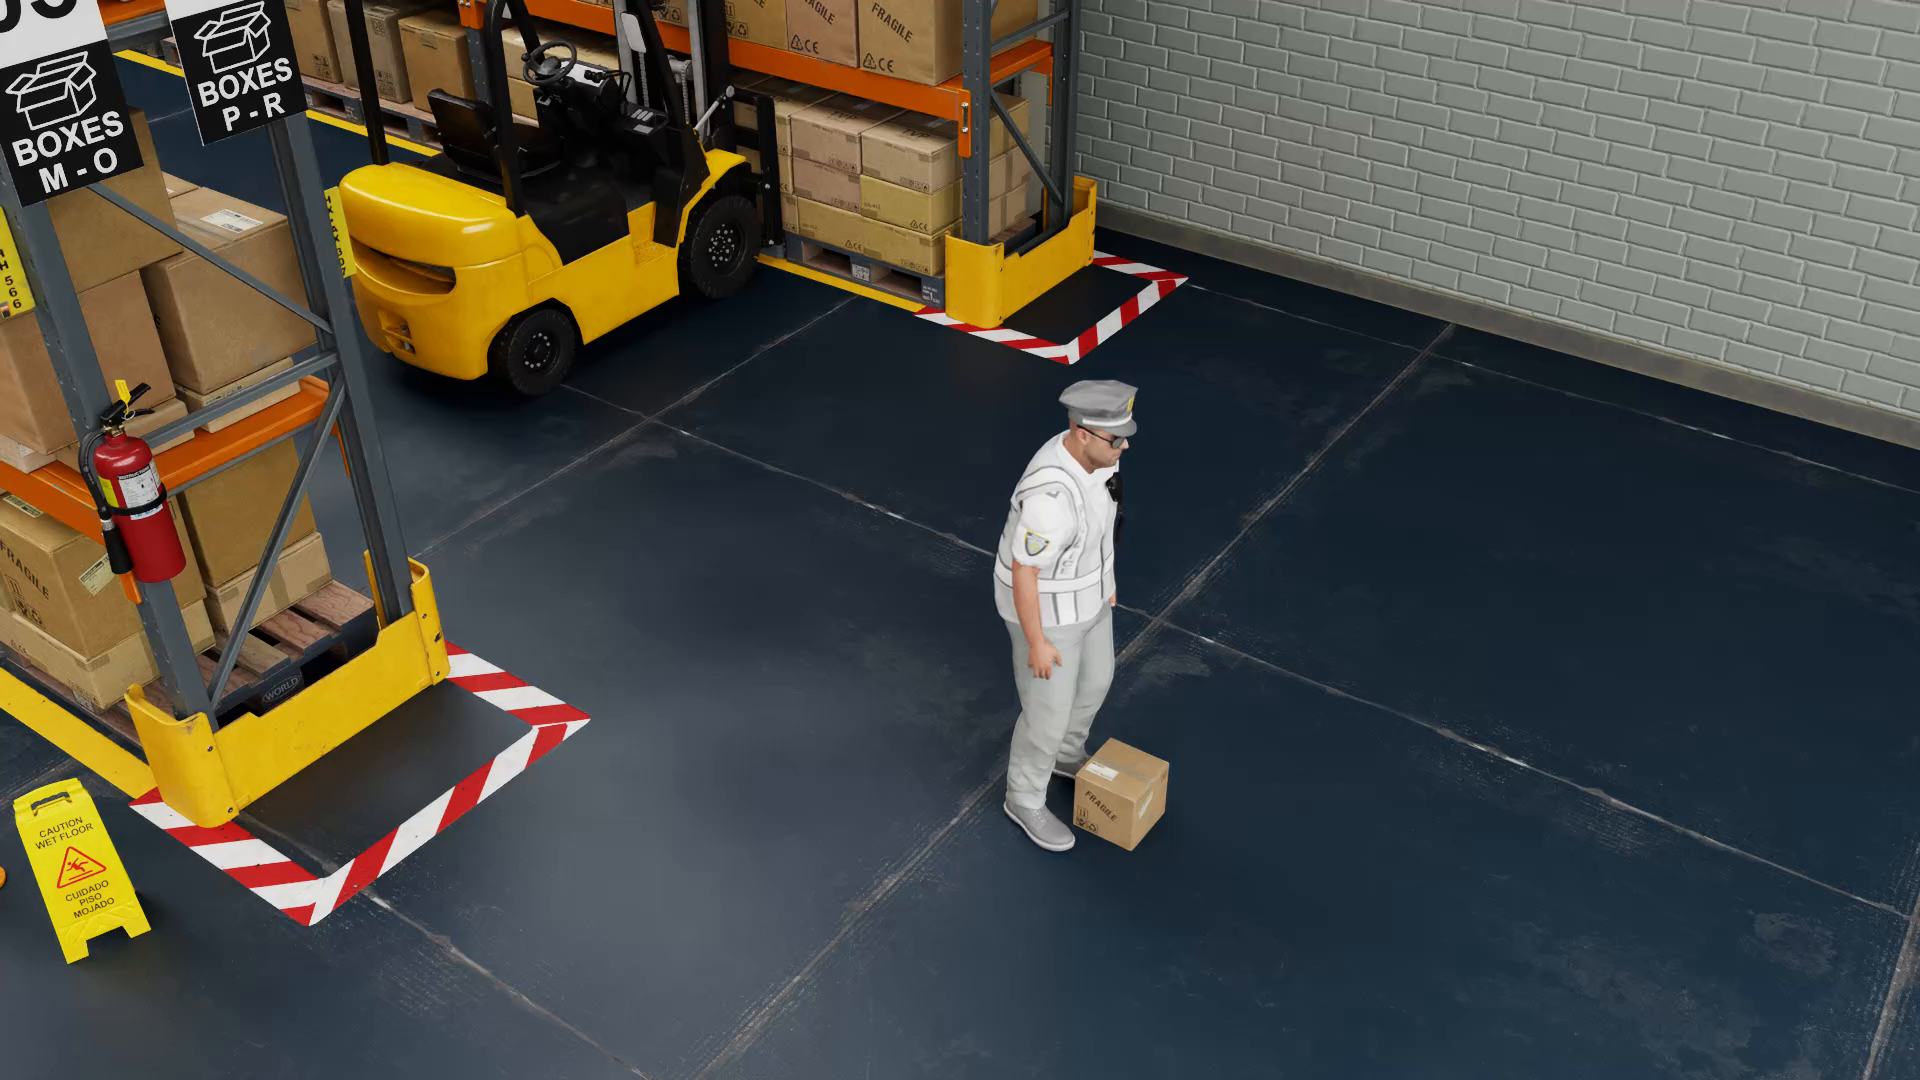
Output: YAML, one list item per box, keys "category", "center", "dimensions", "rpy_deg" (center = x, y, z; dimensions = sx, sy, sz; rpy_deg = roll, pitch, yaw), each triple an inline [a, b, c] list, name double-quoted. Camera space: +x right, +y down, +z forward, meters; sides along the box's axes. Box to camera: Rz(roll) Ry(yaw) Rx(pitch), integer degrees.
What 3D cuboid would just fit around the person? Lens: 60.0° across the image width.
- category: "person"
  center: [0.359, 0.225, 5.808]
  dimensions: [0.437, 1.747, 0.600]
  rpy_deg: [19, 39, 25]
